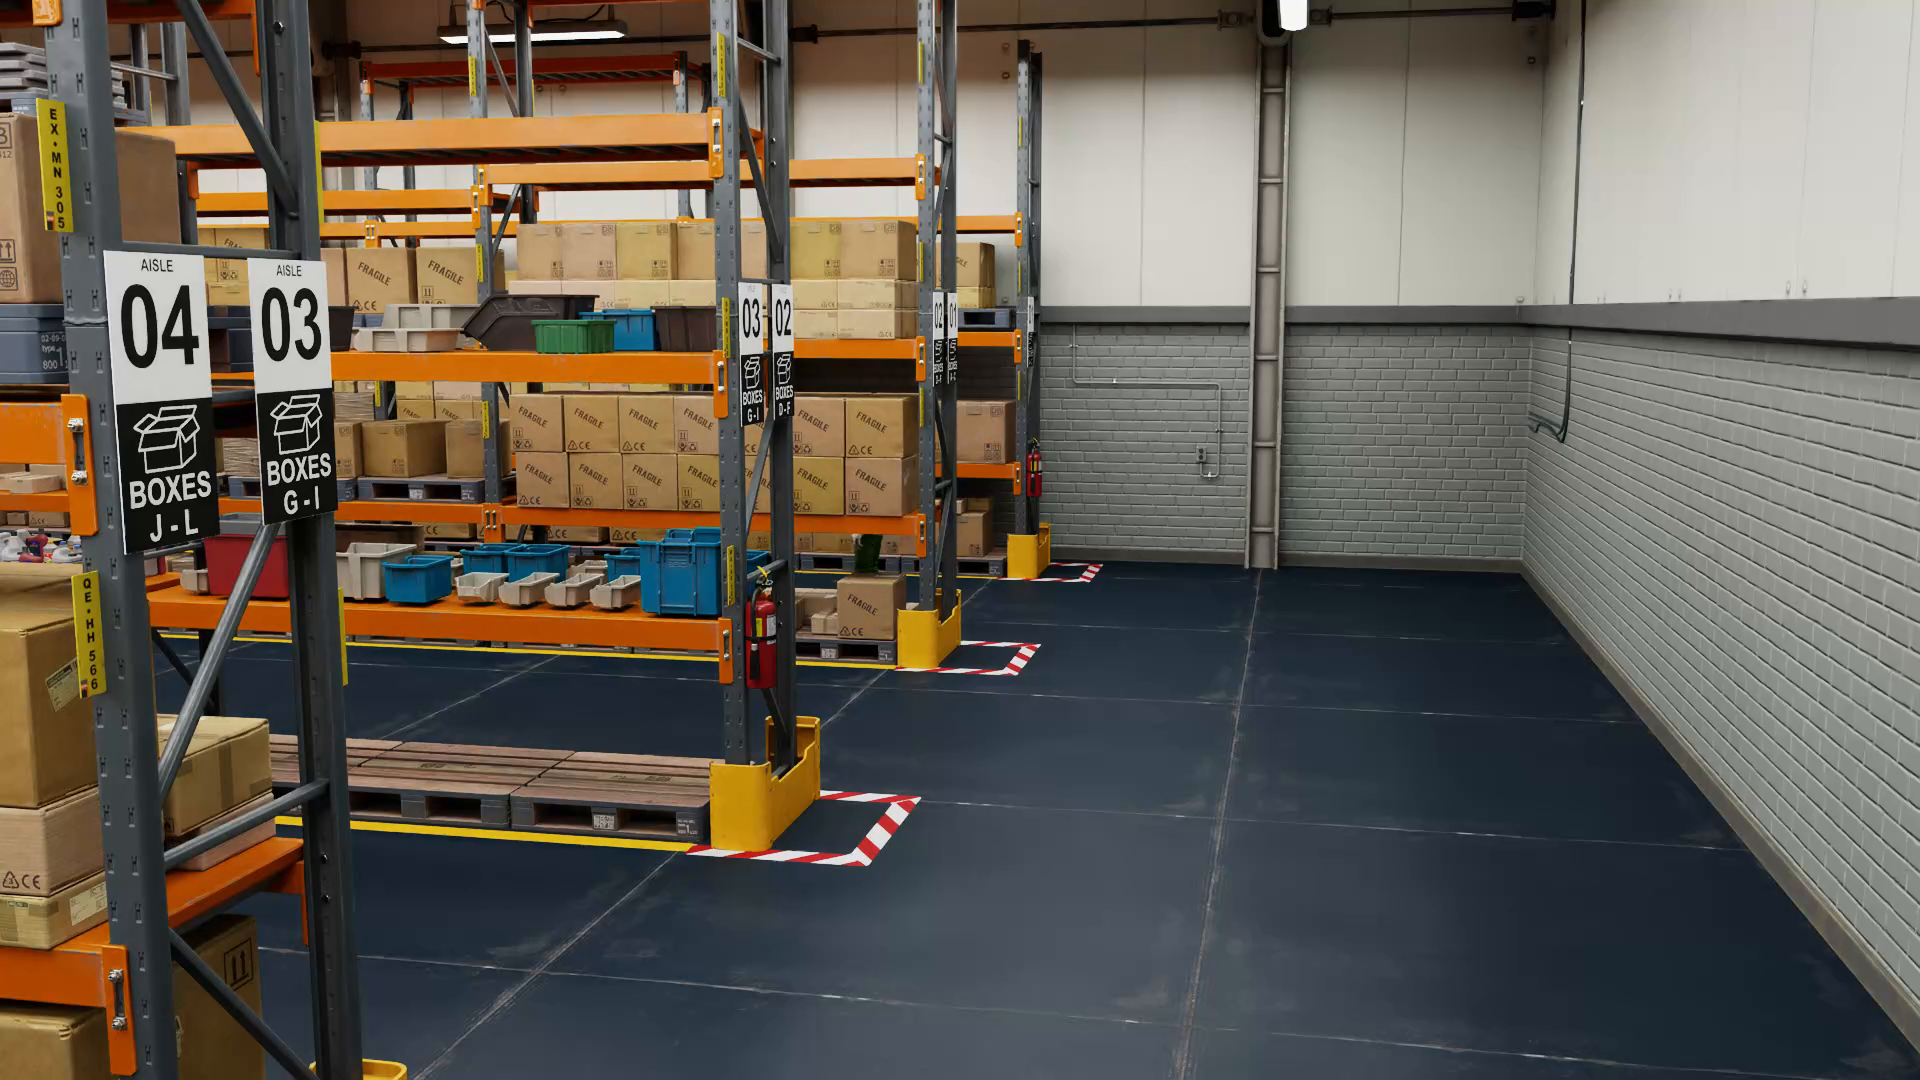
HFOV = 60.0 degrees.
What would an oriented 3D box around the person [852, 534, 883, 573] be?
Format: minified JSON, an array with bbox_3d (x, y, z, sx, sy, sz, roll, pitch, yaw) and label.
[{"bbox_3d":[-0.922,-0.090,16.406,0.452,1.778,0.607,2,8,11],"label":"person"}]
